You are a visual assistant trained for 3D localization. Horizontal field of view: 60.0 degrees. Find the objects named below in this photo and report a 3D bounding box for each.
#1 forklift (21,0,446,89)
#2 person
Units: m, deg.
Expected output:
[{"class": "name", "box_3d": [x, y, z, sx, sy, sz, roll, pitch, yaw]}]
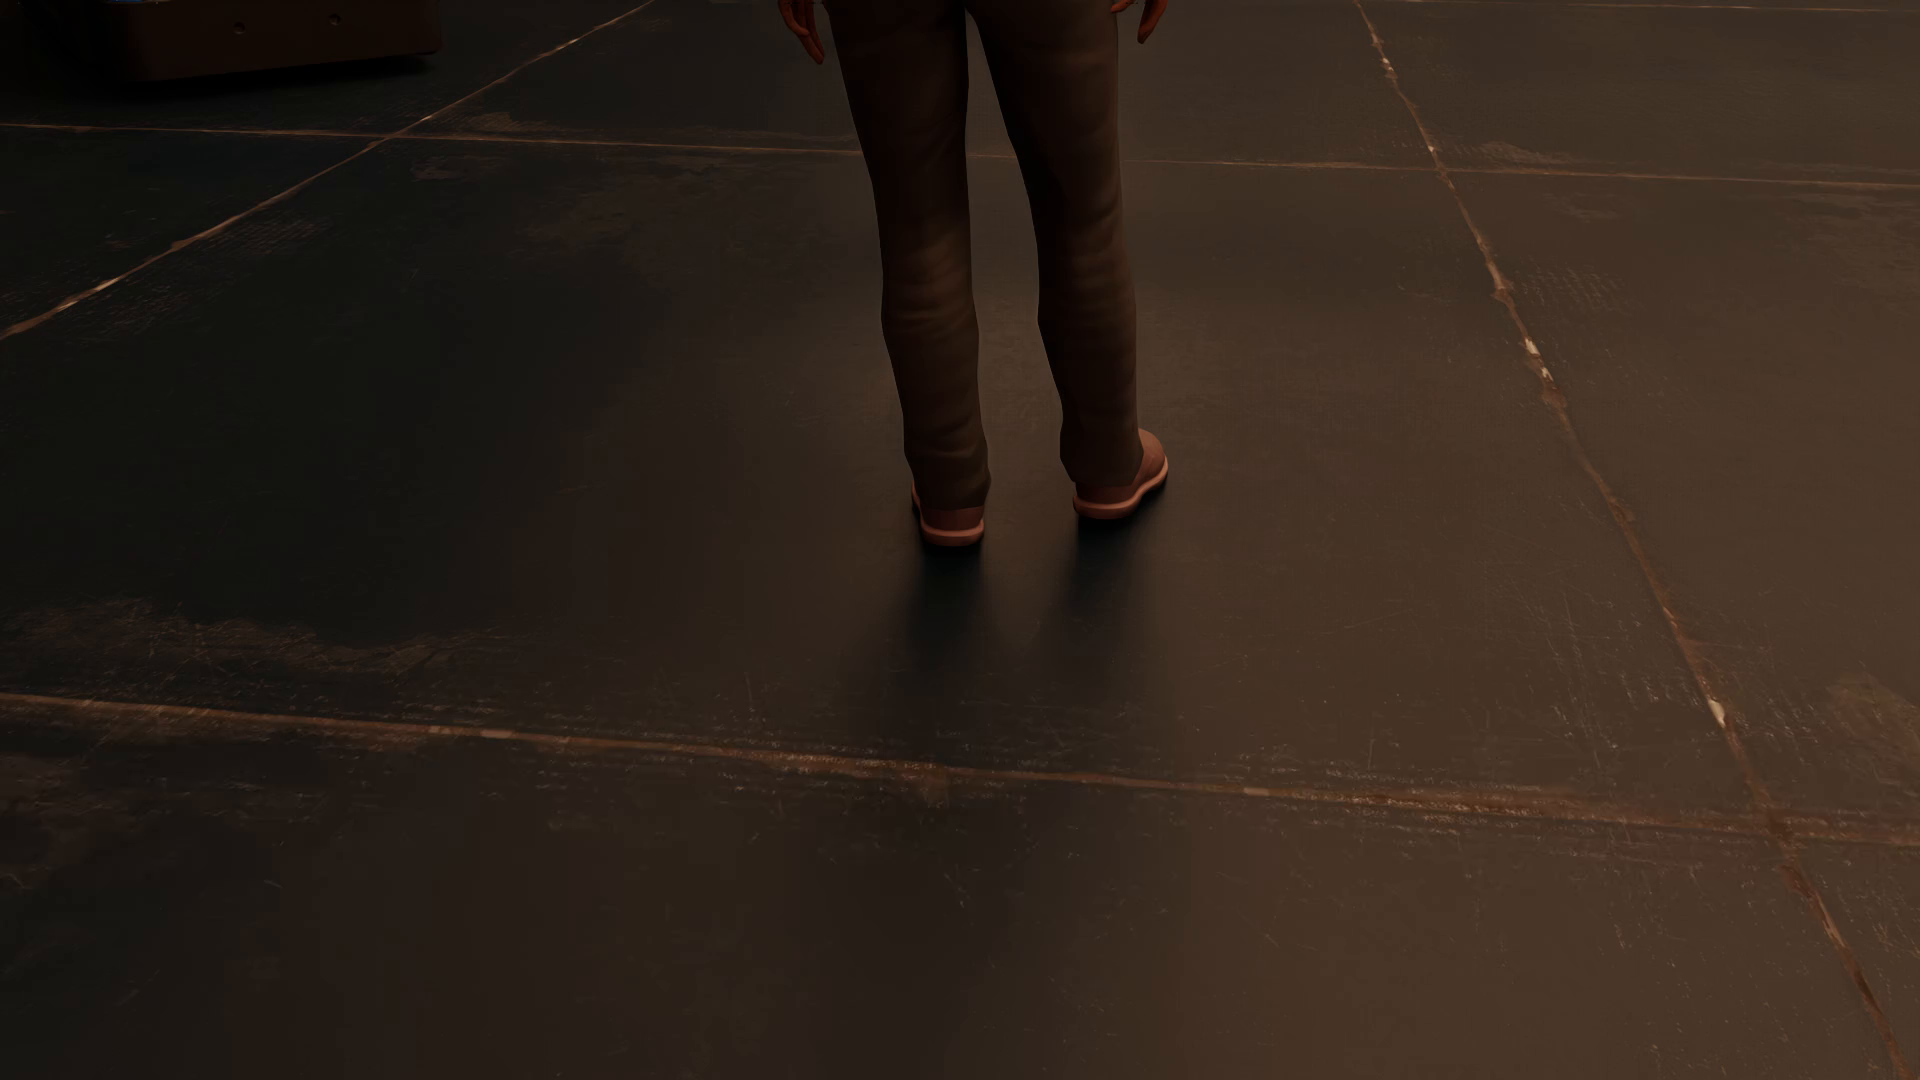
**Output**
[{"class": "forklift", "box_3d": [-3.017, -3.346, 5.924, 1.130, 2.935, 3.031, -17, 31, -30]}, {"class": "person", "box_3d": [0.031, -0.784, 2.203, 0.570, 1.655, 0.503, 3, 27, 7]}]
